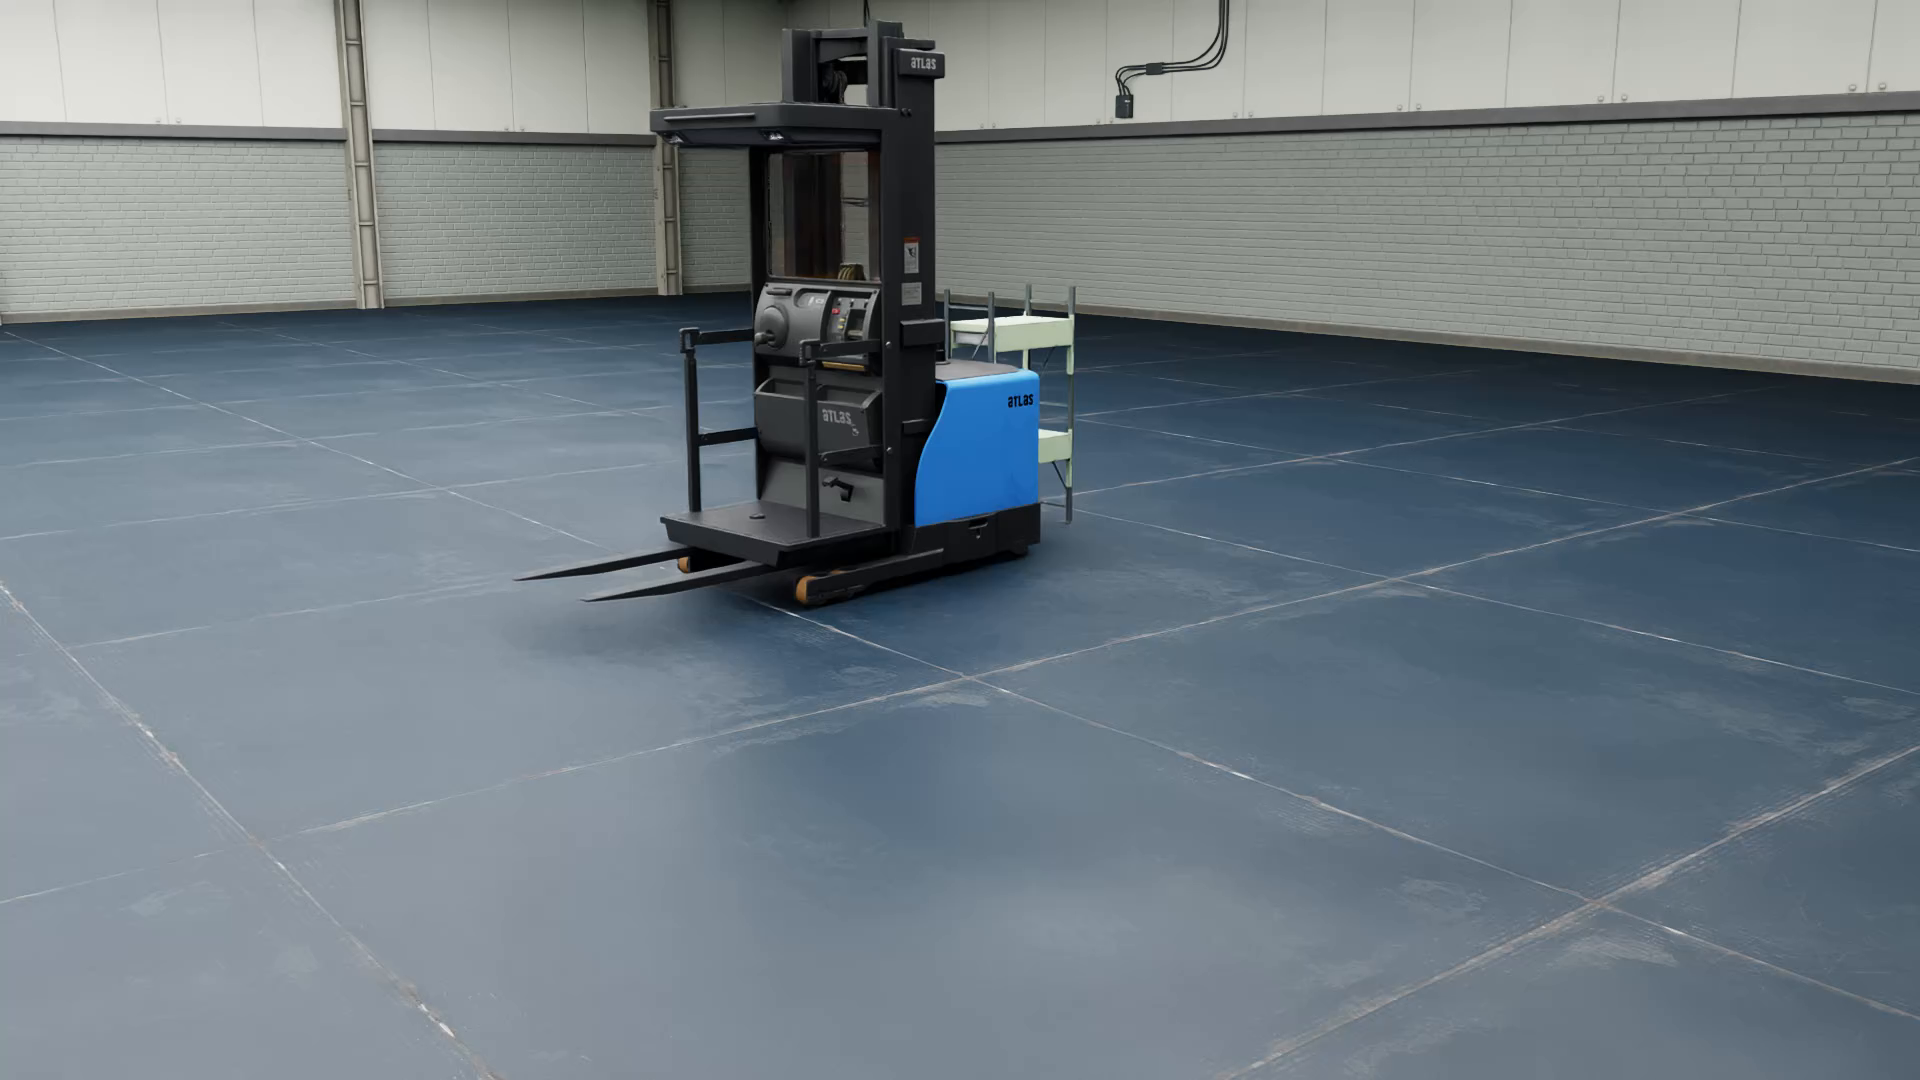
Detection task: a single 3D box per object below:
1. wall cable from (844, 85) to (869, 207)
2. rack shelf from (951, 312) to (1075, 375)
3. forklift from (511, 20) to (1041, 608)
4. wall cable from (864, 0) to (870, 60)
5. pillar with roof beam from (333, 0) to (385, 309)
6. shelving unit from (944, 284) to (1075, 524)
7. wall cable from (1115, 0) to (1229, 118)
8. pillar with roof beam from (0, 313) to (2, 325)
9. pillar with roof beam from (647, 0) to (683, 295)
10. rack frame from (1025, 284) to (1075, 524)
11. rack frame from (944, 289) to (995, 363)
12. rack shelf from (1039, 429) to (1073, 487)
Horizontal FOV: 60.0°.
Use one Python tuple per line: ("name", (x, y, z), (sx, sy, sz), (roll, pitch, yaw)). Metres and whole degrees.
("wall cable", (-2.659, -7.949, 33.375), (0.112, 2.526, 3.097), (-9, 15, -38))
("rack shelf", (0.310, -1.195, 10.268), (0.431, 0.370, 0.720), (11, 17, 43))
("forklift", (-0.917, -1.207, 8.758), (1.130, 2.935, 3.031), (11, 17, 43))
("wall cable", (-0.969, -9.981, 30.784), (0.112, 2.526, 3.097), (-9, 15, -38))
("pillar with roof beam", (-7.781, -7.823, 25.307), (0.400, 9.000, 9.100), (-9, 15, -38))
("shelving unit", (0.310, -0.813, 10.349), (0.431, 1.500, 0.755), (11, 17, 43))
("wall cable", (3.259, -9.590, 25.438), (0.169, 6.003, 2.305), (-9, 15, -38))
("pillar with roof beam", (-12.467, -7.045, 21.641), (0.400, 9.000, 9.100), (-9, 15, -38))
("pillar with roof beam", (-3.096, -8.602, 28.974), (0.400, 9.000, 9.100), (-9, 15, -38))
("rack frame", (0.566, -0.868, 10.605), (0.400, 1.500, 0.023), (11, 17, 43))
("rack frame", (0.055, -0.759, 10.092), (0.400, 1.500, 0.023), (11, 17, 43))
("rack shelf", (0.310, -0.495, 10.416), (0.431, 0.370, 0.720), (11, 17, 43))
